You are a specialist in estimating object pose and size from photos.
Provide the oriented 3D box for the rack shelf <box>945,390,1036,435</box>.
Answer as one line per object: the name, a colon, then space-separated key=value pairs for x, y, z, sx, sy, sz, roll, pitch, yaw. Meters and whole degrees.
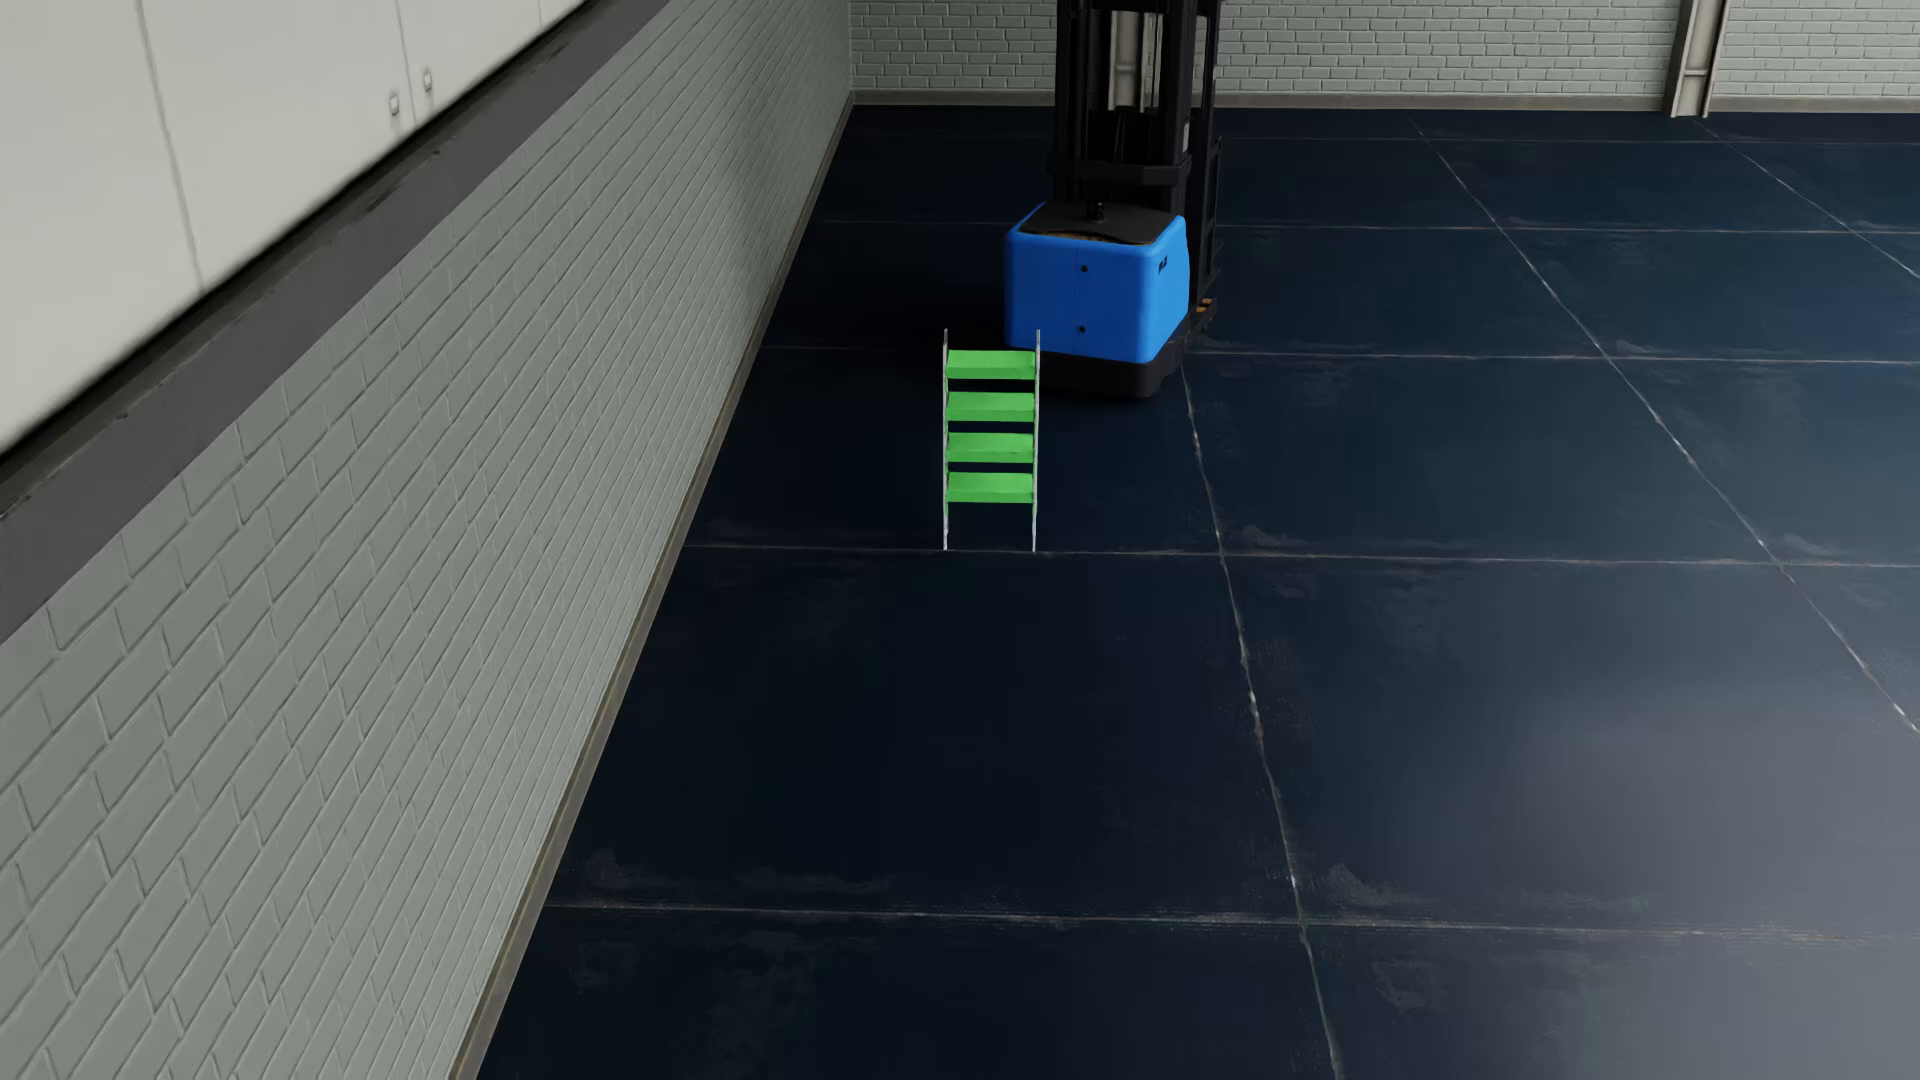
rack shelf: x=0.165 y=-0.683 z=8.881 sx=0.480 sy=0.148 sz=0.258 roll=1 pitch=28 yaw=2

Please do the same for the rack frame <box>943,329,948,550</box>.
rack frame: x=-0.078 y=-0.531 z=8.971 sx=0.015 sy=1.200 sz=0.240 roll=1 pitch=28 yaw=2

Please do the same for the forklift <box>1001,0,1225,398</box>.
forklift: x=1.263 y=-2.889 z=11.571 sx=1.130 sy=2.935 sz=3.031 roll=10 pitch=29 yaw=18

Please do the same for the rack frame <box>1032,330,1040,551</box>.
rack frame: x=0.409 y=-0.523 z=8.956 sx=0.015 sy=1.200 sz=0.240 roll=1 pitch=28 yaw=2

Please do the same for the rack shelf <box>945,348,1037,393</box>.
rack shelf: x=0.165 y=-0.895 z=8.769 sx=0.480 sy=0.148 sz=0.258 roll=1 pitch=28 yaw=2

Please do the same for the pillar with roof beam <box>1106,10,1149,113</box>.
pillar with roof beam: x=1.643 y=-6.646 z=12.180 sx=0.400 sy=9.000 sz=9.100 roll=1 pitch=28 yaw=2

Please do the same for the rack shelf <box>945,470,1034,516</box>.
rack shelf: x=0.165 y=-0.259 z=9.106 sx=0.480 sy=0.148 sz=0.258 roll=1 pitch=28 yaw=2

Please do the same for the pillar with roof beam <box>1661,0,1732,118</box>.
pillar with roof beam: x=7.640 y=-6.547 z=11.992 sx=0.400 sy=9.000 sz=9.100 roll=1 pitch=28 yaw=2

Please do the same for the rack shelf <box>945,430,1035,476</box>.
rack shelf: x=0.165 y=-0.471 z=8.994 sx=0.480 sy=0.148 sz=0.258 roll=1 pitch=28 yaw=2

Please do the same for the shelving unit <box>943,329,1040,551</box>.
shelving unit: x=0.165 y=-0.527 z=8.964 sx=0.503 sy=1.200 sz=0.258 roll=1 pitch=28 yaw=2
